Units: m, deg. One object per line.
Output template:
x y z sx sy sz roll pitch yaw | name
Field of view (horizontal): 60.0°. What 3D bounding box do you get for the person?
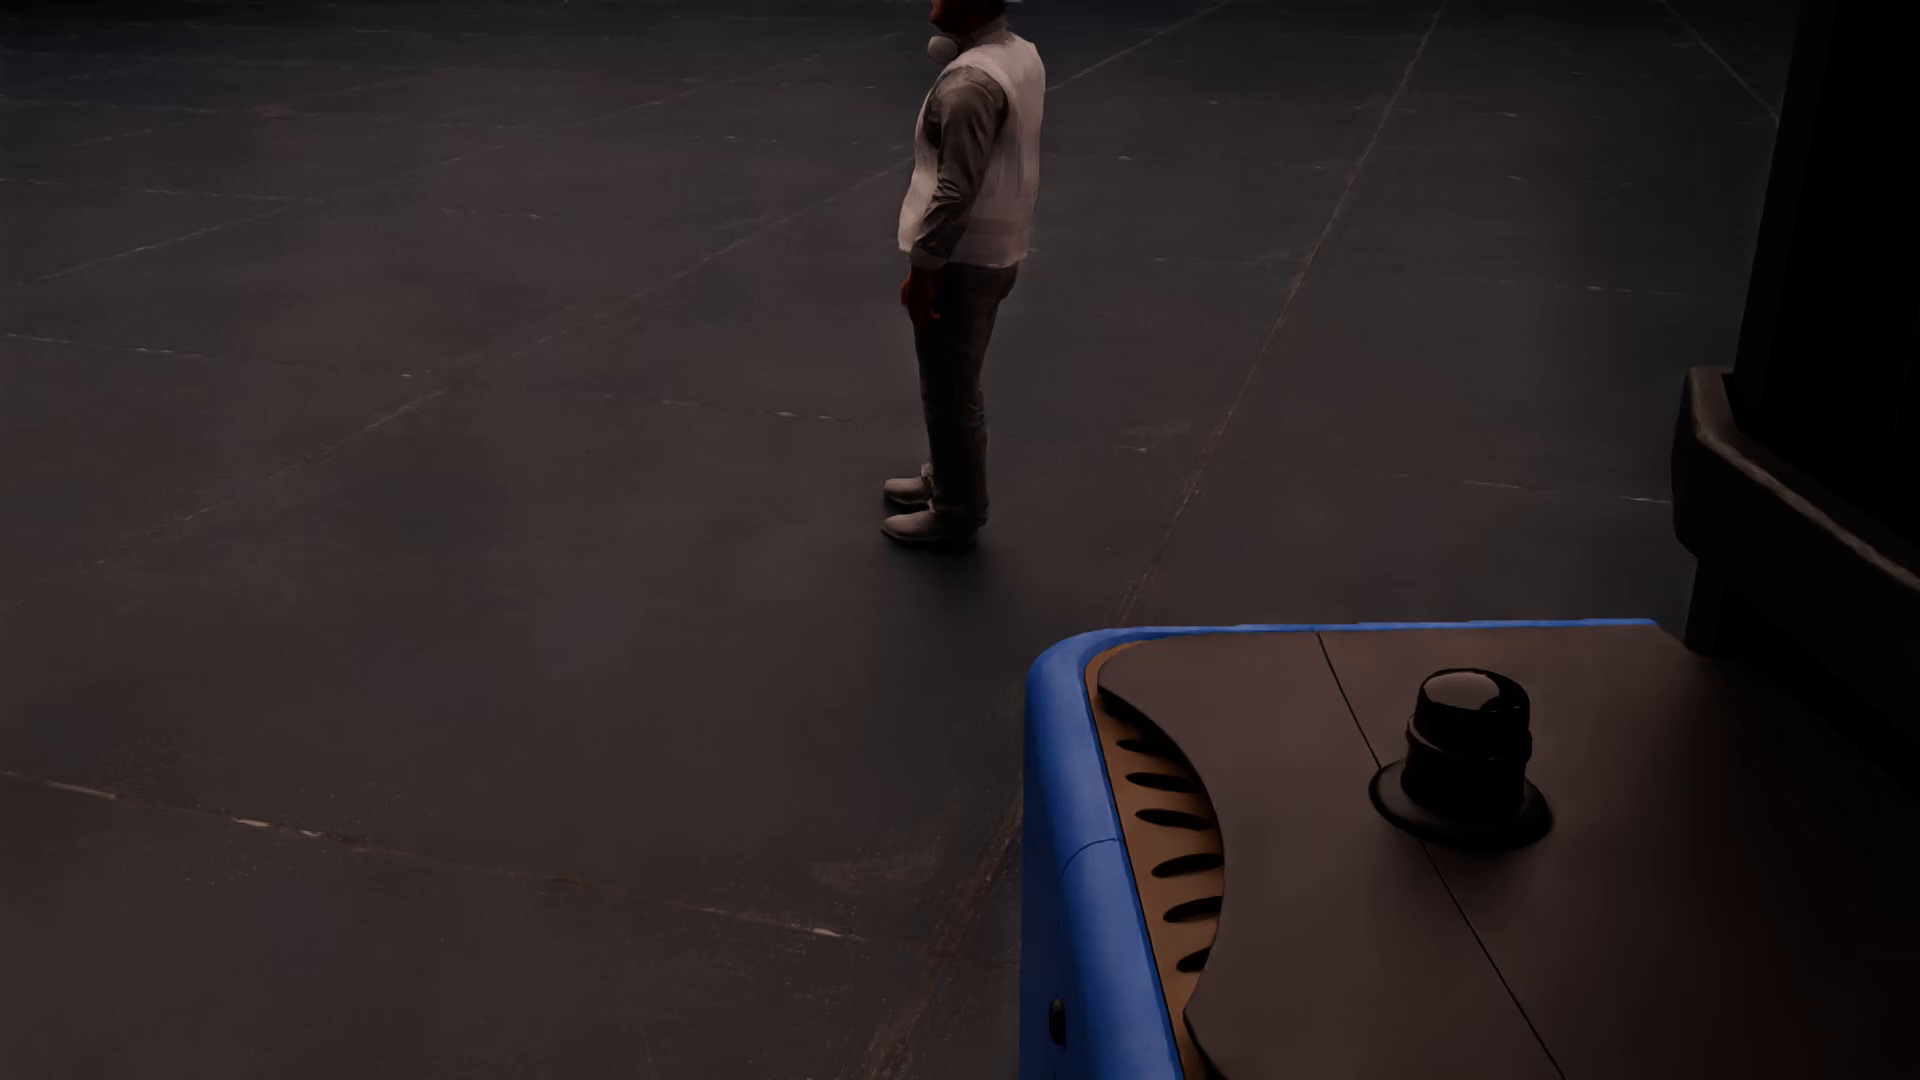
-0.057 -0.837 4.804 0.567 1.773 0.632 7 23 16 | person
